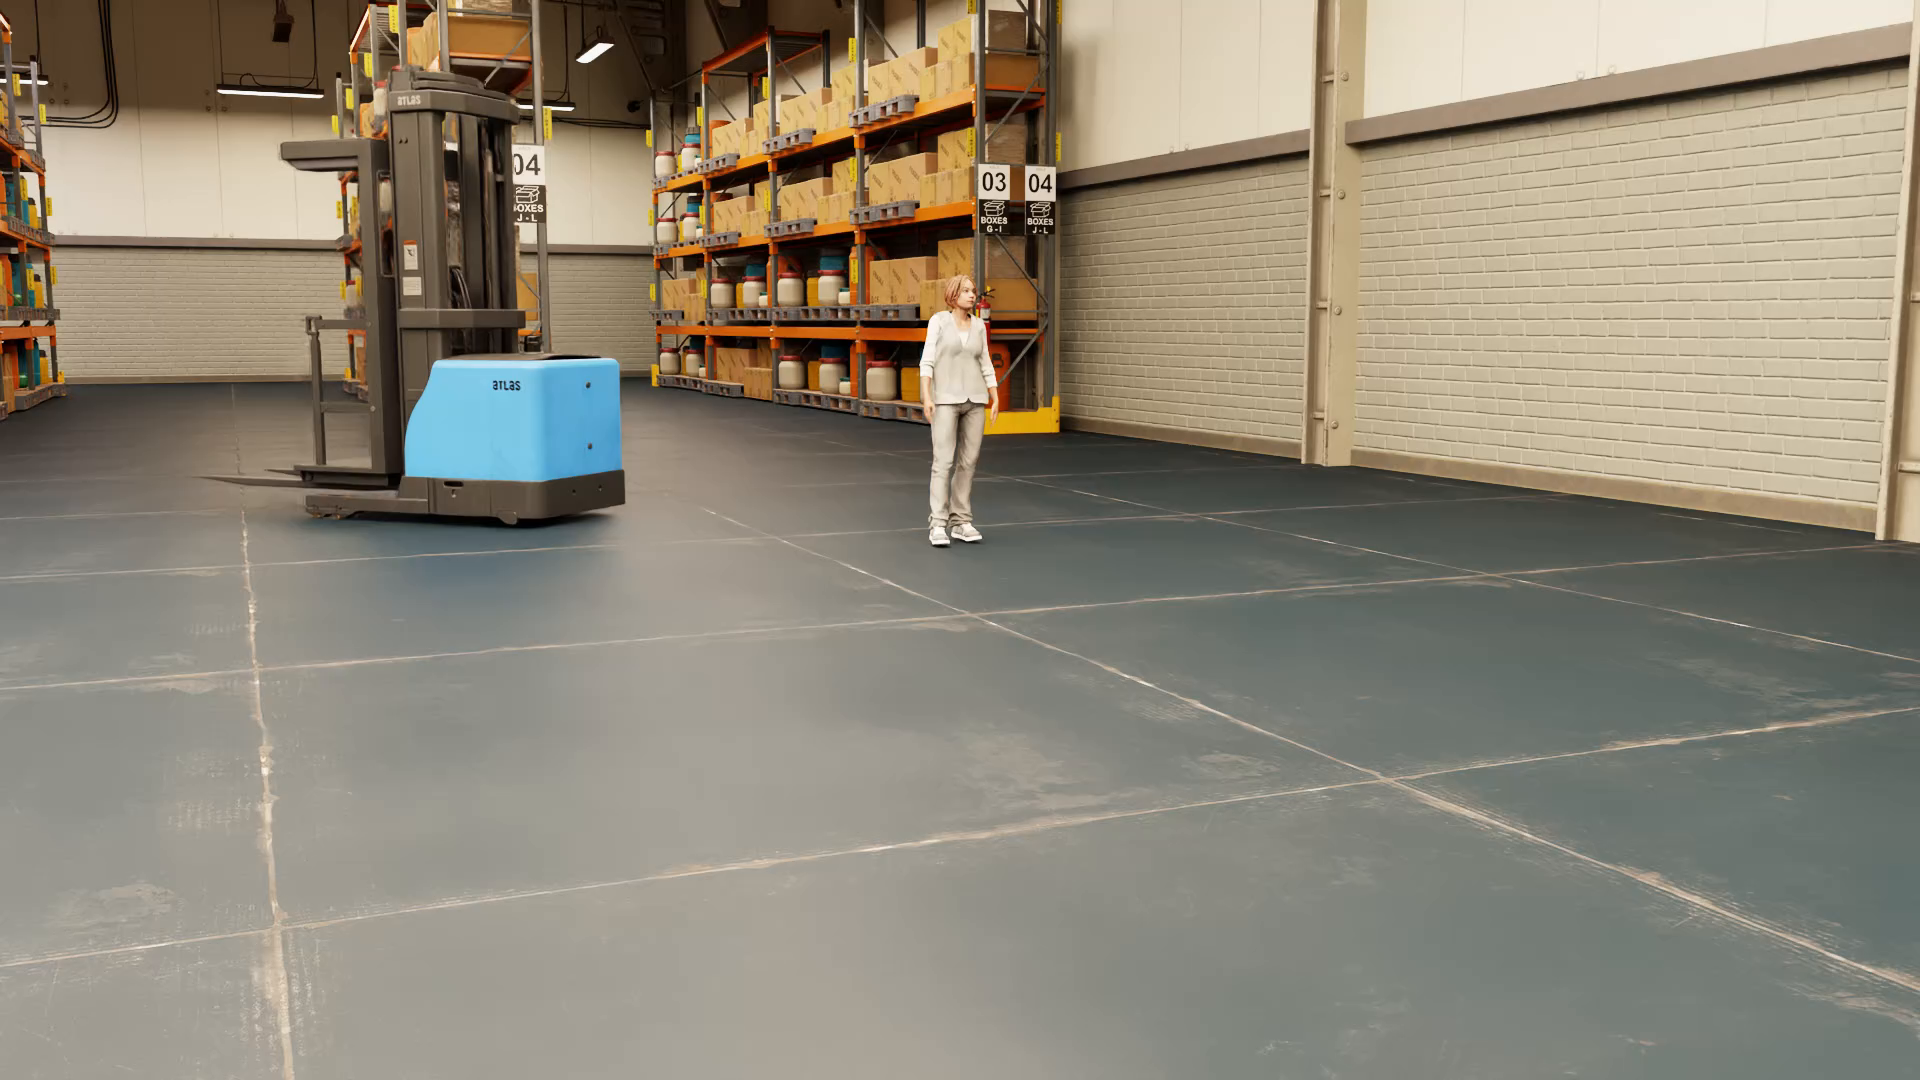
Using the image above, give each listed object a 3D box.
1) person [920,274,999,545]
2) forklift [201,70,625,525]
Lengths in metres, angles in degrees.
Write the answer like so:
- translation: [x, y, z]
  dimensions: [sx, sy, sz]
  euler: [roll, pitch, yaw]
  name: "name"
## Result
- translation: [0.017, -0.789, 9.975]
  dimensions: [0.520, 1.599, 0.473]
  euler: [-3, 8, -23]
  name: "person"
- translation: [-3.884, -1.649, 11.446]
  dimensions: [3.031, 2.935, 1.130]
  euler: [3, 8, 22]
  name: "forklift"
